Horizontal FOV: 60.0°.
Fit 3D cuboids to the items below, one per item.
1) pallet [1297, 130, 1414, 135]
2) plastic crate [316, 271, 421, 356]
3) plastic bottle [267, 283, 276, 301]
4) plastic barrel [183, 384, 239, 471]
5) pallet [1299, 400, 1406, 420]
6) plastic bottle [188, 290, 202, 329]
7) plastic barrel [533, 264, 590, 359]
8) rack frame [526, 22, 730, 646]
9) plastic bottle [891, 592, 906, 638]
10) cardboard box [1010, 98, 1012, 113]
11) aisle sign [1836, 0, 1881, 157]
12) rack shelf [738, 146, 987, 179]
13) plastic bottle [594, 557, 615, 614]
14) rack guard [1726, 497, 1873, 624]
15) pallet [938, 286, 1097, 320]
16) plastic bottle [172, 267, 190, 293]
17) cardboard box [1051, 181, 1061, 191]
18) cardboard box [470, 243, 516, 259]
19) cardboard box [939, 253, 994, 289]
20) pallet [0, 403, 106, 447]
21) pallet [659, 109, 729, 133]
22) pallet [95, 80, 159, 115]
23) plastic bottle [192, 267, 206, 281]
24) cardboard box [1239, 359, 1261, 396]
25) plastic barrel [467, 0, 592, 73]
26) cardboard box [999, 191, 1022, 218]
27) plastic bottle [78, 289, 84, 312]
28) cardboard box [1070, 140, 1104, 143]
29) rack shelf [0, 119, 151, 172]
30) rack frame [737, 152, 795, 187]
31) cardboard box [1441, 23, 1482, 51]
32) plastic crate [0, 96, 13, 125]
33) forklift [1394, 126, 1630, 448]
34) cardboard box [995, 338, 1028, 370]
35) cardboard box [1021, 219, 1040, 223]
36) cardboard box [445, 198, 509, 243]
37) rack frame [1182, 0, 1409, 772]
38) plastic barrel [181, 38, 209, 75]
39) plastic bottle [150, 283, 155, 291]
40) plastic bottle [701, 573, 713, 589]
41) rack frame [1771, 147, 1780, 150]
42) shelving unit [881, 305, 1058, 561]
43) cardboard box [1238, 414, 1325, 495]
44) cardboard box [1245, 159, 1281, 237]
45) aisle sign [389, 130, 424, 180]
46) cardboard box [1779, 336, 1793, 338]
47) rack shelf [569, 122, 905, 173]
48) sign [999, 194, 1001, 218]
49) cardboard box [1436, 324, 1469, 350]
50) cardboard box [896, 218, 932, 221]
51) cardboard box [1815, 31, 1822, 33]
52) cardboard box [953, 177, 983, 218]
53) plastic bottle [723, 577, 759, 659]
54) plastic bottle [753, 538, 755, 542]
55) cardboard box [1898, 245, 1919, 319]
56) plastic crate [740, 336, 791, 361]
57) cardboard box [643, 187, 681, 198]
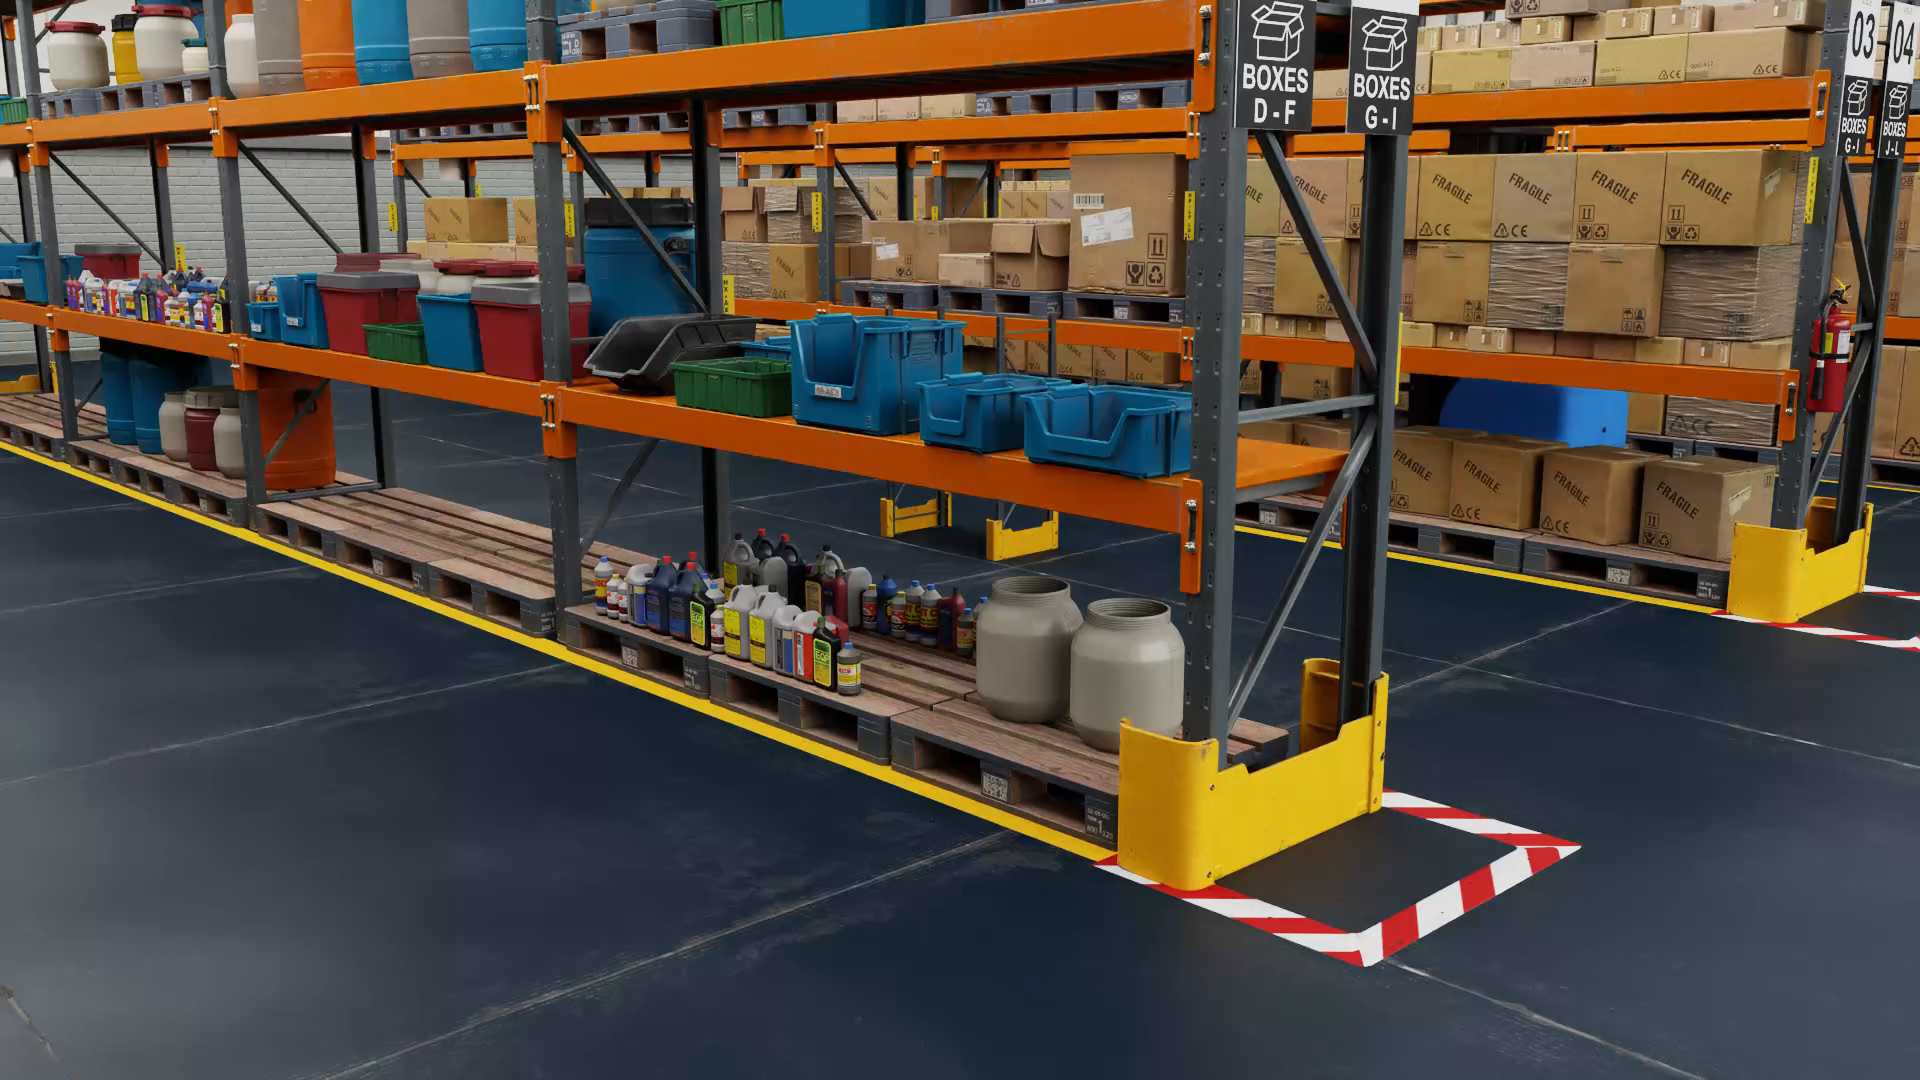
[{"bbox_3d":[4.103,-4.089,16.361,1.003,0.211,1.213,-10,15,-40],"label":"pallet"},{"bbox_3d":[-3.499,-1.348,9.864,0.402,0.464,0.583,-11,16,-43],"label":"plastic crate"},{"bbox_3d":[-5.157,-1.796,12.515,0.097,0.271,0.097,0,12,0],"label":"plastic bottle"},{"bbox_3d":[-5.524,-0.854,12.558,0.600,0.588,0.708,-11,16,-43],"label":"plastic barrel"},{"bbox_3d":[4.174,-1.293,16.663,1.003,0.211,1.213,-11,16,-43],"label":"pallet"},{"bbox_3d":[-5.342,-1.613,11.628,0.097,0.271,0.097,0,12,0],"label":"plastic bottle"},{"bbox_3d":[-2.133,-1.248,9.201,0.433,0.535,0.433,0,12,0],"label":"plastic barrel"},{"bbox_3d":[-1.631,-1.012,8.388,1.000,3.000,0.127,-11,16,-43],"label":"rack frame"},{"bbox_3d":[-0.270,0.340,7.672,0.097,0.201,0.097,0,12,0],"label":"plastic bottle"},{"bbox_3d":[0.392,-3.502,13.414,0.500,0.250,0.500,-10,15,-41],"label":"cardboard box"},{"bbox_3d":[4.539,-2.341,8.396,0.394,0.787,0.004,-11,16,-43],"label":"aisle sign"},{"bbox_3d":[-1.298,-4.955,21.875,1.077,0.370,4.000,-11,16,-43],"label":"rack shelf"},{"bbox_3d":[-1.728,0.217,8.097,0.097,0.271,0.097,0,12,0],"label":"plastic bottle"},{"bbox_3d":[4.661,0.095,9.211,1.175,0.500,0.348,-11,16,-43],"label":"rack guard"},{"bbox_3d":[0.585,-1.909,13.217,1.003,0.211,1.213,-11,16,-43],"label":"pallet"},{"bbox_3d":[-6.261,-2.019,13.402,0.144,0.351,0.185,-11,16,-43],"label":"plastic bottle"},{"bbox_3d":[1.620,-5.451,25.603,0.380,0.149,0.250,-11,16,-42],"label":"cardboard box"},{"bbox_3d":[-5.127,-3.194,18.613,0.500,0.250,0.500,-11,16,-44],"label":"cardboard box"},{"bbox_3d":[0.180,-2.141,13.202,0.500,0.250,0.500,11,16,44],"label":"cardboard box"},{"bbox_3d":[-8.538,-1.093,15.696,1.003,0.211,1.213,-11,16,-43],"label":"pallet"},{"bbox_3d":[-2.069,-3.912,15.499,1.003,0.211,1.213,-10,15,-40],"label":"pallet"},{"bbox_3d":[-5.758,-3.290,12.481,1.003,0.211,1.213,-11,16,-43],"label":"pallet"},{"bbox_3d":[-6.157,-2.040,13.500,0.144,0.351,0.185,-11,16,-43],"label":"plastic bottle"},{"bbox_3d":[3.201,-1.964,17.548,1.050,0.750,0.750,-11,16,-43],"label":"cardboard box"},{"bbox_3d":[-2.139,-2.770,8.248,0.600,0.901,0.708,-11,16,-43],"label":"plastic barrel"},{"bbox_3d":[0.957,-5.263,26.298,0.500,0.500,0.500,-11,16,-44],"label":"cardboard box"},{"bbox_3d":[-7.026,-1.935,13.363,0.097,0.201,0.097,0,12,0],"label":"plastic bottle"},{"bbox_3d":[1.571,-4.673,18.477,0.500,0.500,0.500,-11,16,-43],"label":"cardboard box"},{"bbox_3d":[-8.537,-3.588,15.242,1.077,0.370,4.000,-11,16,-43],"label":"rack shelf"},{"bbox_3d":[-2.679,-4.130,23.522,1.000,3.000,0.127,-11,16,-43],"label":"rack frame"},{"bbox_3d":[3.083,-2.985,9.914,0.380,0.149,0.250,-10,16,-41],"label":"cardboard box"},{"bbox_3d":[-8.015,-3.655,14.199,0.416,0.233,0.300,-11,16,-43],"label":"plastic crate"},{"bbox_3d":[3.748,-1.985,13.282,1.130,2.935,3.031,-11,16,-42],"label":"forklift"},{"bbox_3d":[0.769,-2.305,19.822,0.500,0.500,0.500,-10,15,-40],"label":"cardboard box"},{"bbox_3d":[0.916,-3.610,19.106,0.380,0.149,0.250,-10,15,-40],"label":"cardboard box"},{"bbox_3d":[-5.492,-3.637,18.909,0.500,0.500,0.500,11,16,44],"label":"cardboard box"},{"bbox_3d":[1.131,-0.428,5.555,1.000,3.000,0.127,-11,16,-43],"label":"rack frame"},{"bbox_3d":[-5.240,-3.339,11.551,0.301,0.262,0.301,0,12,0],"label":"plastic barrel"},{"bbox_3d":[-5.947,-1.760,12.308,0.061,0.283,0.133,-11,16,-43],"label":"plastic bottle"},{"bbox_3d":[-1.186,0.289,7.746,0.097,0.271,0.097,0,12,0],"label":"plastic bottle"},{"bbox_3d":[9.118,-3.083,18.441,1.000,3.000,0.127,-11,16,-43],"label":"rack frame"},{"bbox_3d":[0.053,-0.723,10.706,0.587,1.500,1.083,-11,16,-43],"label":"shelving unit"},{"bbox_3d":[2.198,-0.619,11.638,0.500,0.500,0.500,11,16,43],"label":"cardboard box"},{"bbox_3d":[2.078,-2.285,11.107,0.500,0.500,0.500,-11,16,-43],"label":"cardboard box"},{"bbox_3d":[-6.603,-4.695,19.825,0.394,0.787,0.004,-11,16,-43],"label":"aisle sign"},{"bbox_3d":[4.689,-1.070,9.293,0.380,0.149,0.250,-11,16,-43],"label":"cardboard box"},{"bbox_3d":[-2.192,-3.694,15.759,1.077,0.370,4.000,-11,16,-43],"label":"rack shelf"},{"bbox_3d":[0.482,-4.191,20.950,0.100,0.325,0.005,-11,16,-43],"label":"sign"},{"bbox_3d":[3.133,-1.258,10.208,0.380,0.149,0.250,-11,16,-43],"label":"cardboard box"},{"bbox_3d":[-0.455,-3.772,20.800,0.500,0.500,0.500,-11,16,-42],"label":"cardboard box"},{"bbox_3d":[4.690,-2.781,8.929,0.380,0.149,0.250,-11,16,-43],"label":"cardboard box"},{"bbox_3d":[-0.052,-4.330,21.032,0.500,0.500,0.500,-10,16,-41],"label":"cardboard box"},{"bbox_3d":[-0.950,0.335,7.324,0.144,0.351,0.185,-11,16,-43],"label":"plastic bottle"},{"bbox_3d":[-1.060,0.127,8.500,0.061,0.283,0.133,-10,15,-40],"label":"plastic bottle"},{"bbox_3d":[7.686,-1.993,12.780,0.875,0.550,0.550,-11,16,-43],"label":"cardboard box"},{"bbox_3d":[-0.671,-0.815,7.803,0.499,0.251,0.616,-11,16,-43],"label":"plastic crate"},{"bbox_3d":[-2.661,-3.216,16.353,0.797,0.503,0.637,-11,16,-42],"label":"cardboard box"}]
